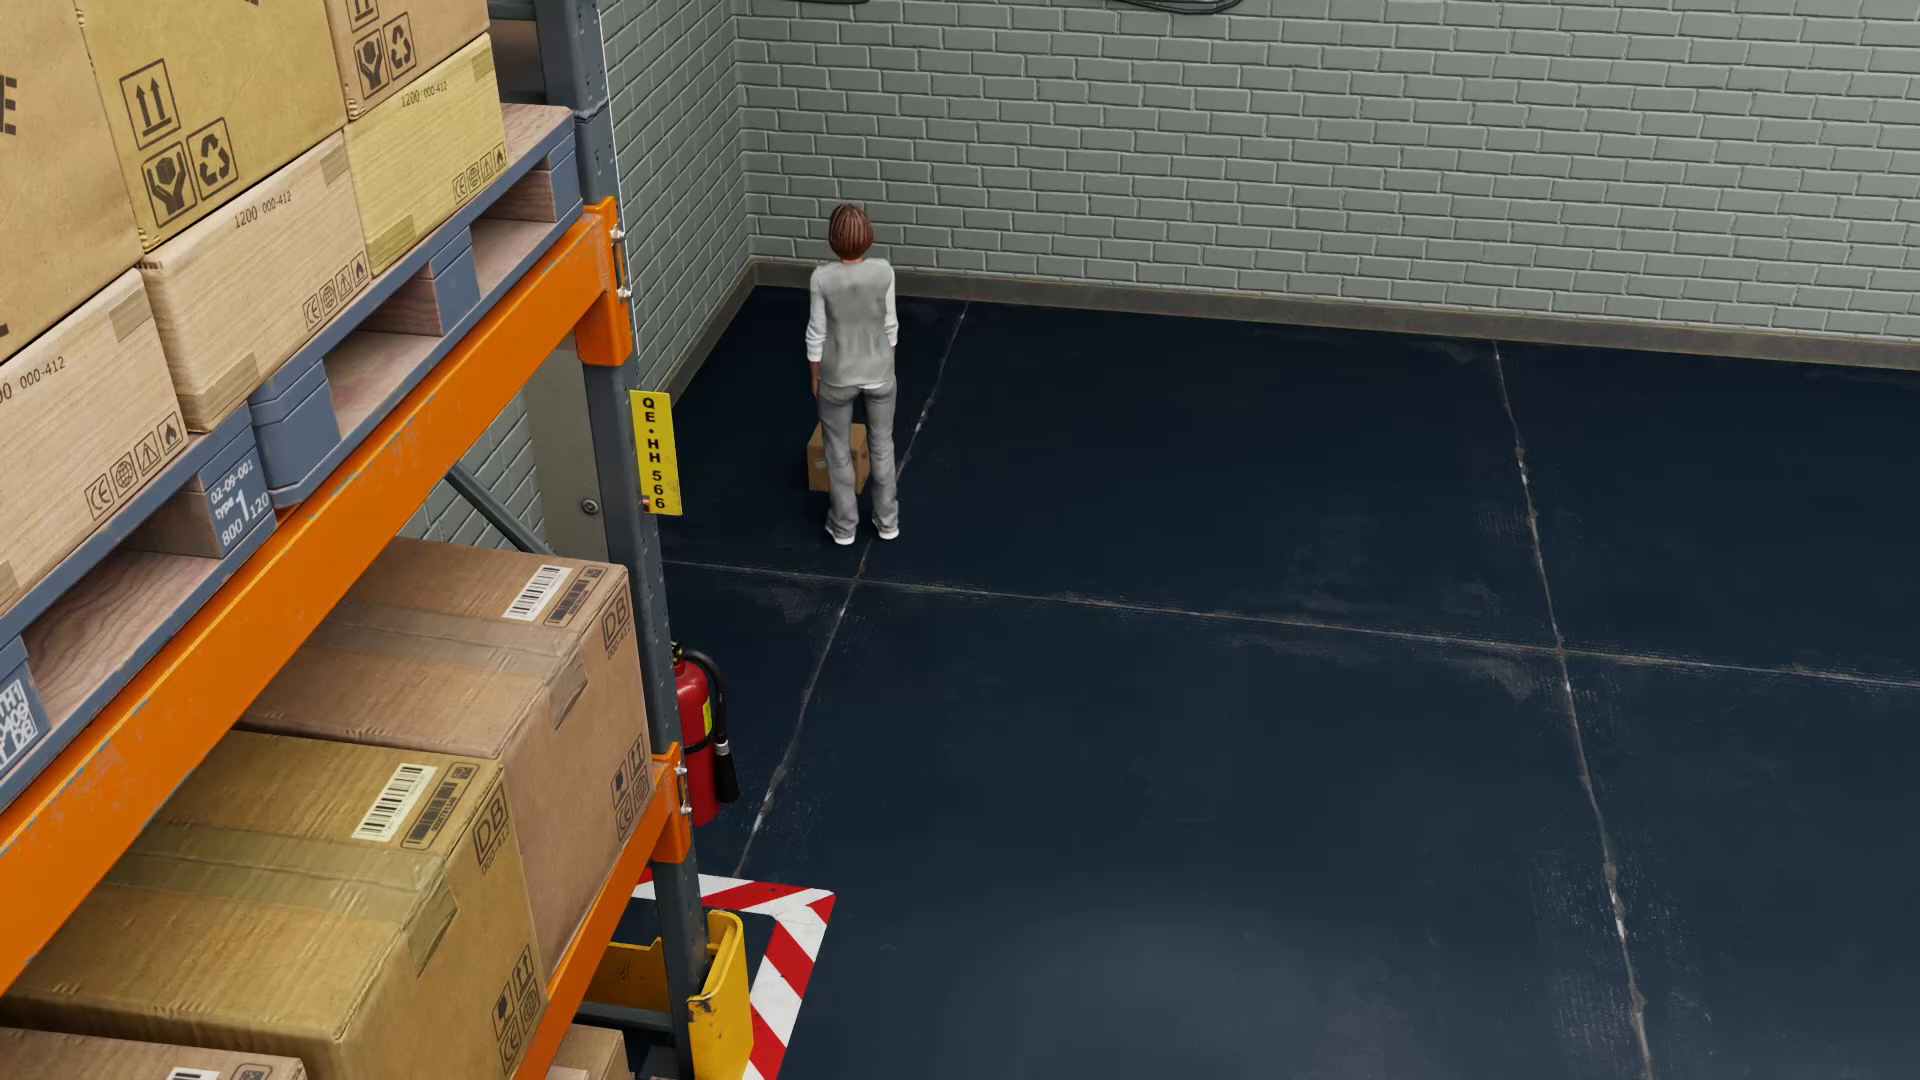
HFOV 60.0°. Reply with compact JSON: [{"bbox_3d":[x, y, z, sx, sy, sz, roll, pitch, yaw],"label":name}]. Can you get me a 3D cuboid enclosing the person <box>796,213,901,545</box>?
[{"bbox_3d":[-0.481,-0.661,7.286,0.444,1.482,0.476,-8,34,-12],"label":"person"}]
